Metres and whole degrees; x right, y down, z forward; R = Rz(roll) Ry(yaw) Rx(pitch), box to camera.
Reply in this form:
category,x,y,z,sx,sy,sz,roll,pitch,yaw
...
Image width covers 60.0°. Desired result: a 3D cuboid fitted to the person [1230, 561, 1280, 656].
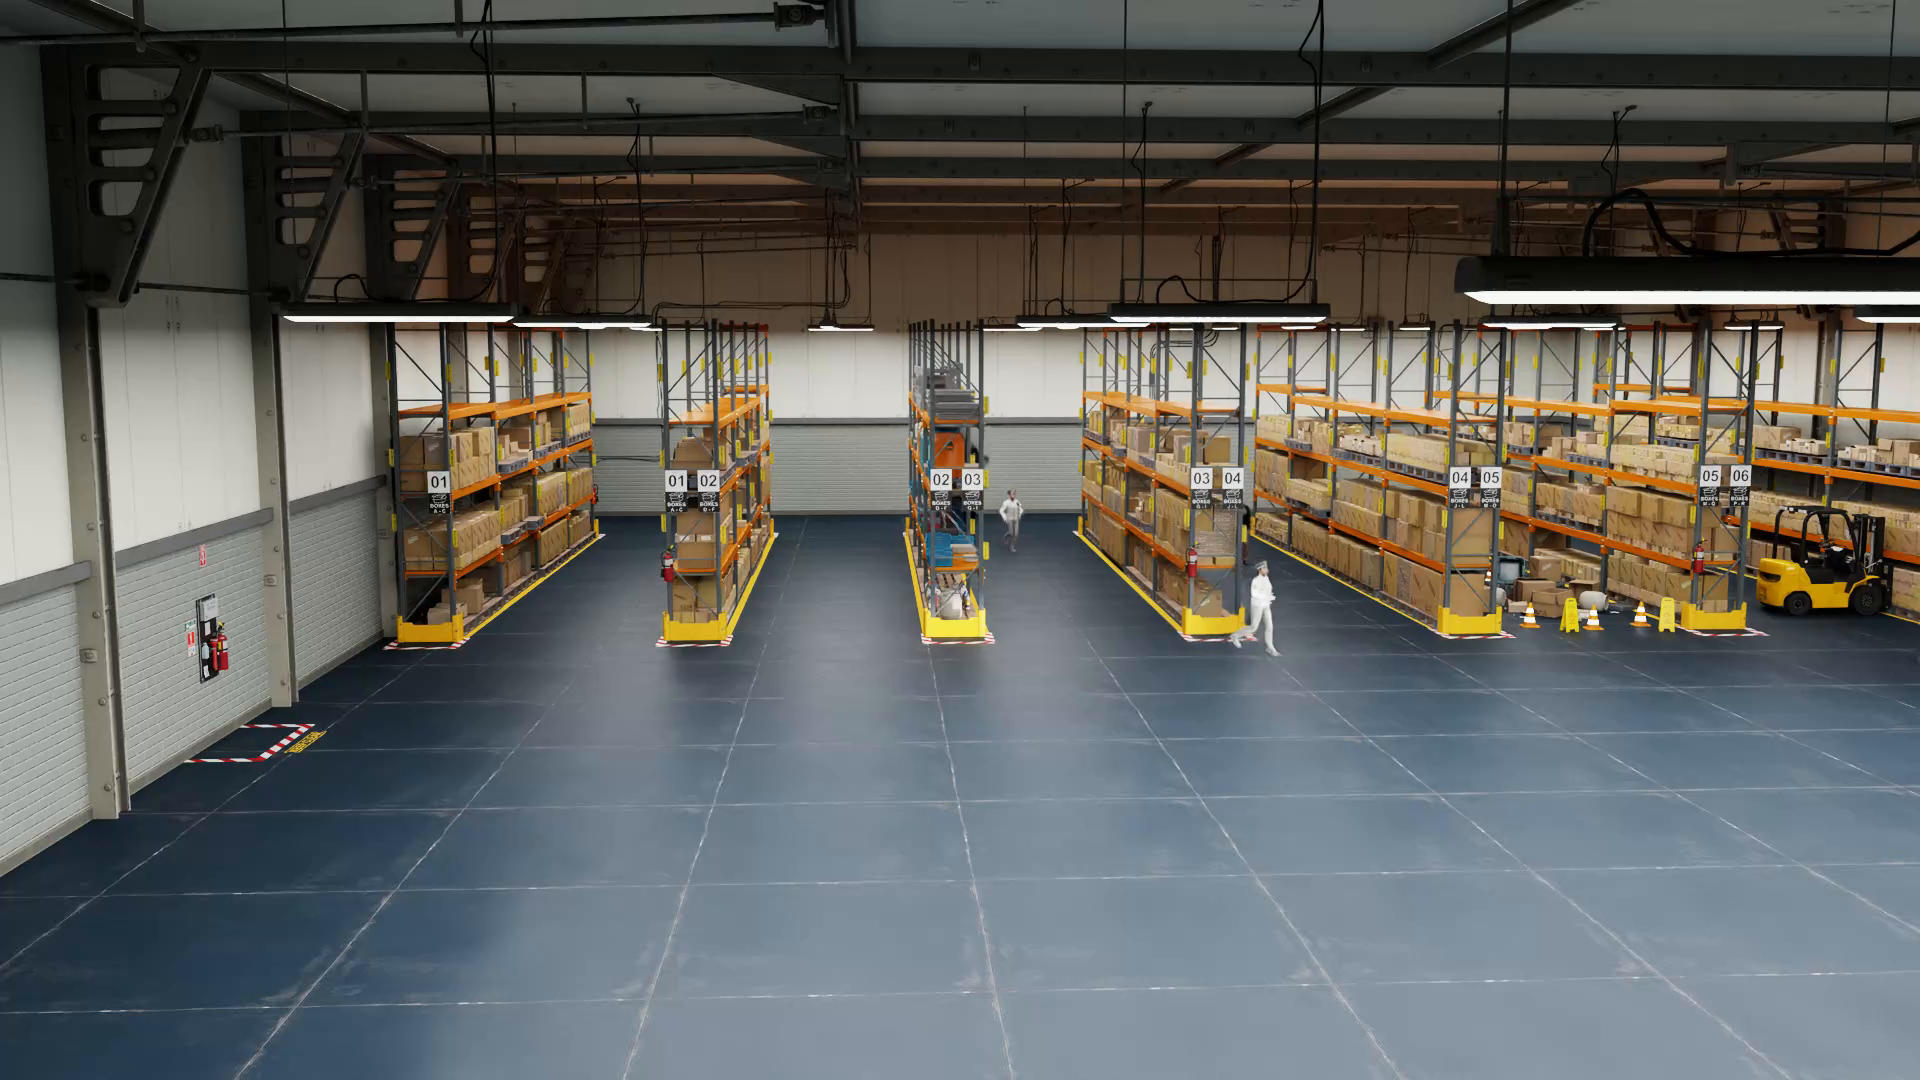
category,x,y,z,sx,sy,sz,roll,pitch,yaw
person,5.349,1.206,29.887,0.922,1.707,0.625,5,9,38

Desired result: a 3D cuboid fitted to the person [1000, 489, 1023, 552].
category,x,y,z,sx,sy,sz,roll,pitch,yaw
person,1.383,-0.528,44.081,0.616,1.660,0.554,-2,7,-18

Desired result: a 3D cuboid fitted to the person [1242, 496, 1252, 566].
category,x,y,z,sx,sy,sz,roll,pitch,yaw
person,7.000,-0.248,41.486,0.646,1.712,0.927,-2,7,-14
